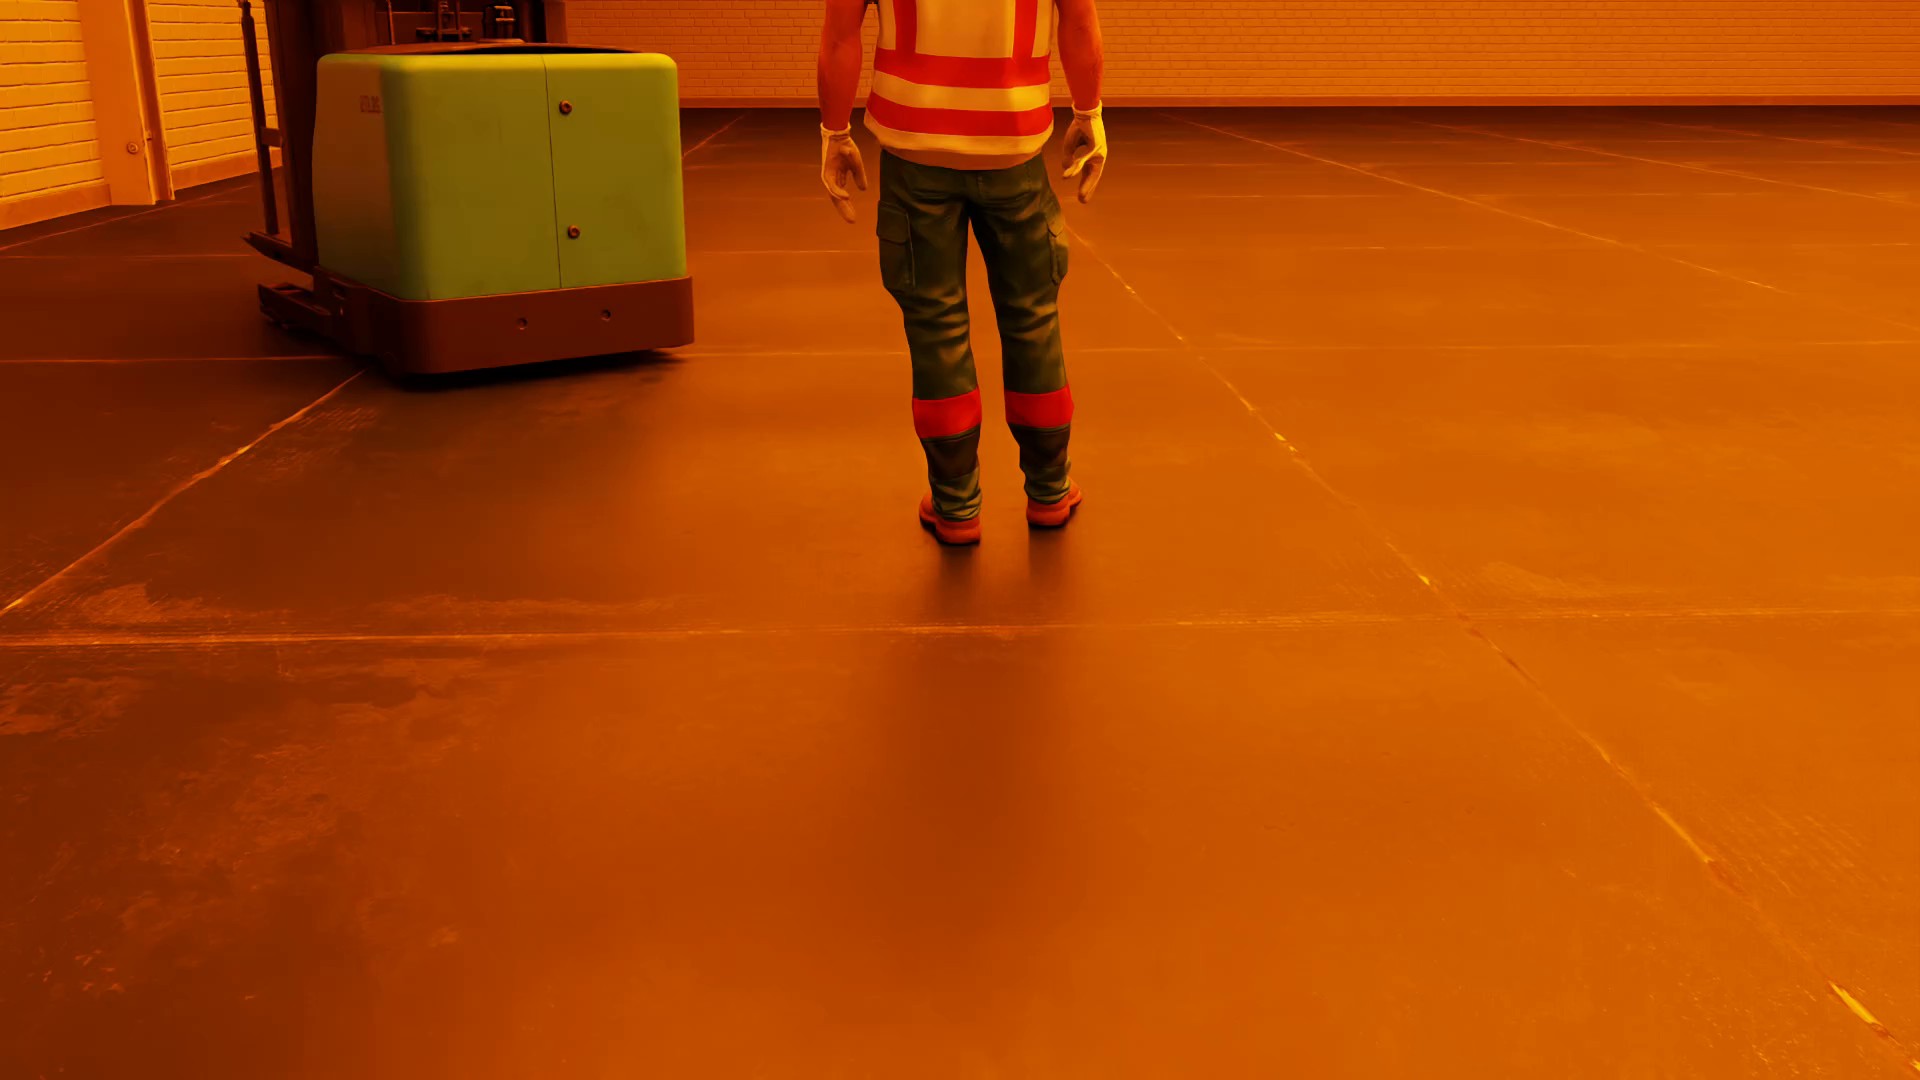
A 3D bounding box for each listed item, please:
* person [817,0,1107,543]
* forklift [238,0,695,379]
[{"bbox_3d":[0.006,-0.886,3.732,0.638,1.789,0.562,-1,17,-3],"label":"person"},{"bbox_3d":[-2.221,-2.314,6.470,1.130,2.935,3.031,-12,21,-34],"label":"forklift"}]
